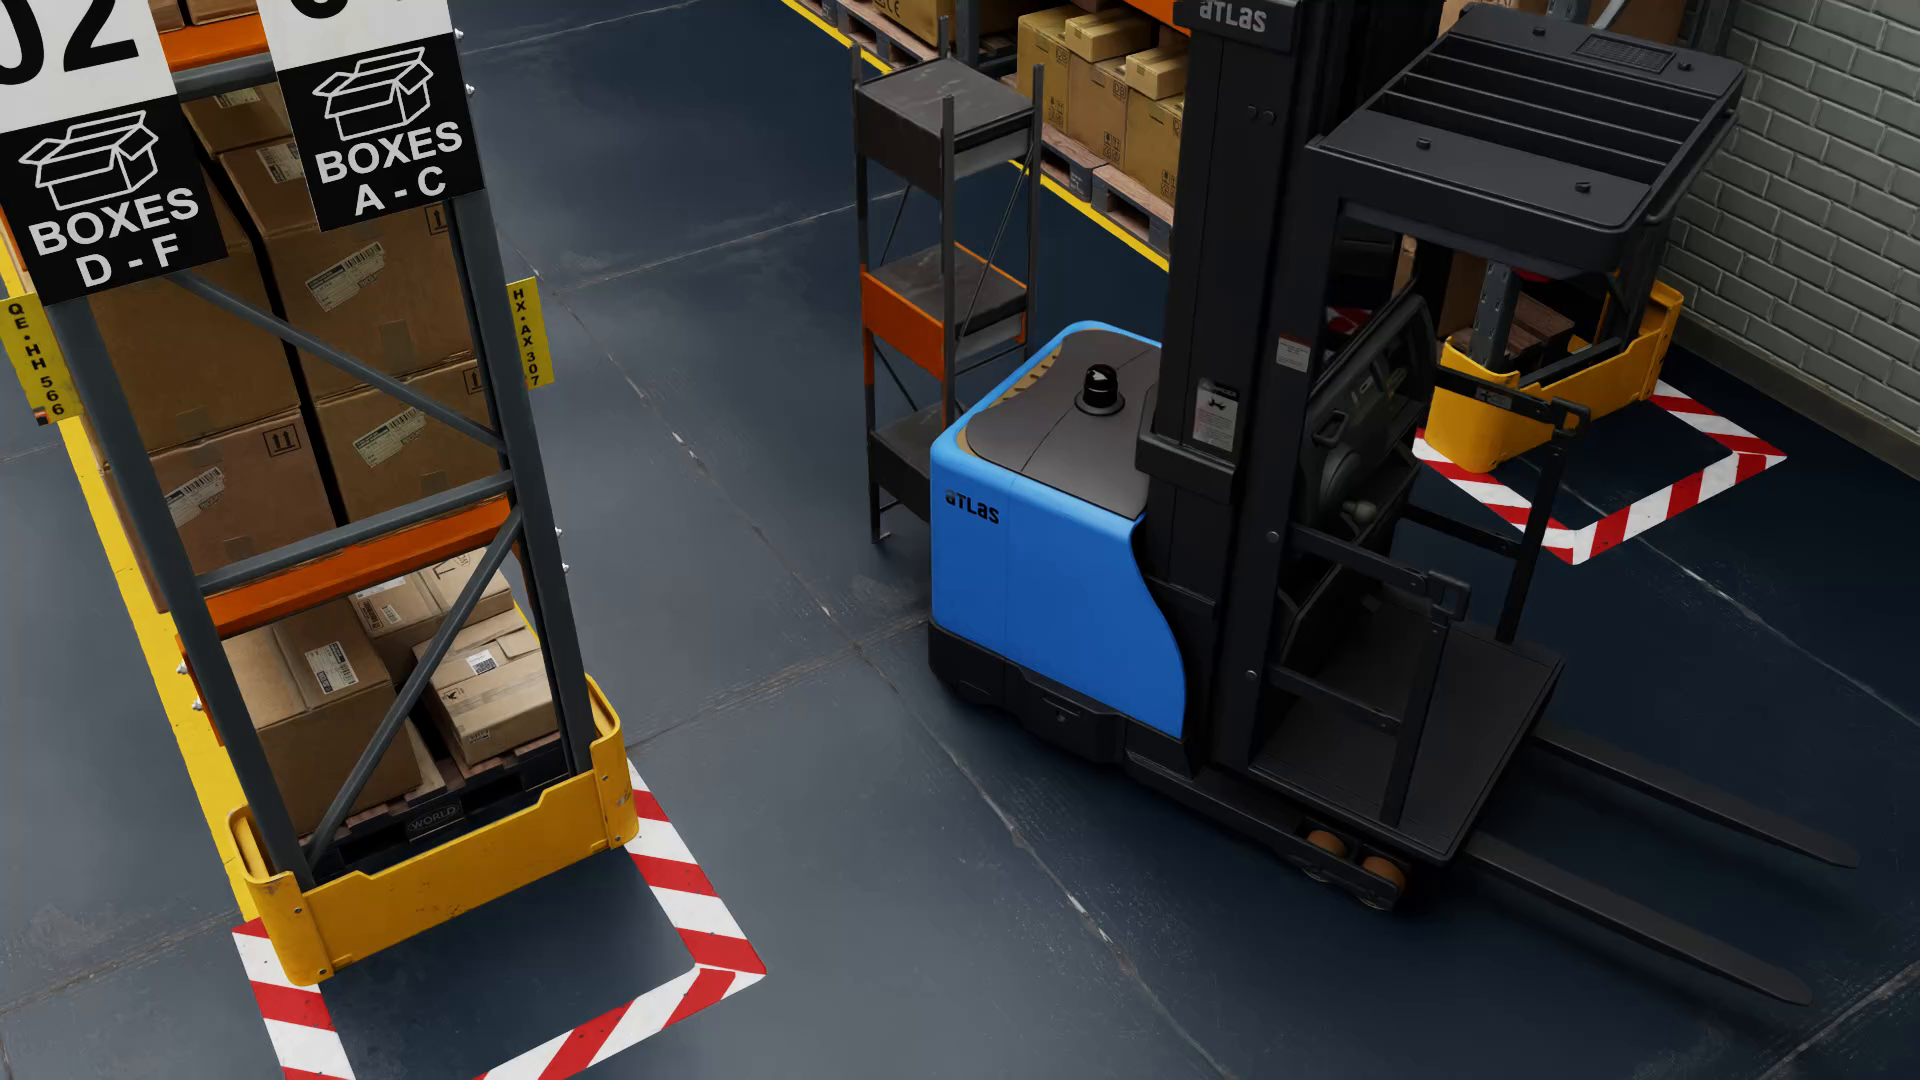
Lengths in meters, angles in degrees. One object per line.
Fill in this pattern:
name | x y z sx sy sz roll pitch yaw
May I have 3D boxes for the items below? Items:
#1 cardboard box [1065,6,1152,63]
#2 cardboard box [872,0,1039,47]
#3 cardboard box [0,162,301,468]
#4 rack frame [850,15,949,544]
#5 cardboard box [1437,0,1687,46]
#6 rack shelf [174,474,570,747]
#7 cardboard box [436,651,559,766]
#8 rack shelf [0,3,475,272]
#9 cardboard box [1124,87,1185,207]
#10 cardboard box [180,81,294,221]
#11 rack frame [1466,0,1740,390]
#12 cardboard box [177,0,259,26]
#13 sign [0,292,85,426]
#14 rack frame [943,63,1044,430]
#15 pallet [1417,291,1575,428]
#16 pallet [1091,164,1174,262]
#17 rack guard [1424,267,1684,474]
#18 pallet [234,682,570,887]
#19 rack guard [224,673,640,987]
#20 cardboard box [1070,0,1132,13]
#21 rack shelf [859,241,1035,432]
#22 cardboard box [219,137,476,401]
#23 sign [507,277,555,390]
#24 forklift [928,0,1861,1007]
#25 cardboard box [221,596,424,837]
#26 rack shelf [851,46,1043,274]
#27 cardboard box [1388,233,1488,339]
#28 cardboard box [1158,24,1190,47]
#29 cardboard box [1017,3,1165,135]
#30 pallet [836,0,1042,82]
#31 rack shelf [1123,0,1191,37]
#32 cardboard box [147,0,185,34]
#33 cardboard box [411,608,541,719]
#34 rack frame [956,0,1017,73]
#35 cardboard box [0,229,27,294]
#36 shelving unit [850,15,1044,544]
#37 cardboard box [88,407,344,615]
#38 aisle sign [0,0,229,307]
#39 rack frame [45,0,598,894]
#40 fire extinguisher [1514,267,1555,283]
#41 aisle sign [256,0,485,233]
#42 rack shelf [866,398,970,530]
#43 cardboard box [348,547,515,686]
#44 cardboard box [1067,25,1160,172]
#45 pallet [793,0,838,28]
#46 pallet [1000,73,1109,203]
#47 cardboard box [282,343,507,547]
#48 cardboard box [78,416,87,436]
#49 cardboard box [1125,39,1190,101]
cardboard box | 0.774 -2.648 8.702 0.380 0.149 0.250 -21 44 -23
cardboard box | -0.032 -3.526 9.989 0.750 0.750 0.750 -22 44 -24
cardboard box | -2.067 -0.586 4.251 0.500 0.500 0.500 -23 45 -25
rack frame | -0.198 -0.874 6.158 0.400 2.100 0.015 -27 47 -29
cardboard box | 2.296 -2.112 6.707 0.980 0.700 0.700 -20 44 -23
rack shelf | -2.672 -0.821 5.954 1.077 0.370 4.000 -22 45 -24
cardboard box | -1.532 0.564 5.613 0.380 0.149 0.250 -22 45 -24
rack shelf | -2.672 -1.973 4.994 1.077 0.370 4.000 -22 45 -24
cardboard box | 1.285 -2.096 8.547 0.700 0.500 0.500 -21 44 -23
cardboard box | -1.900 -1.050 4.808 0.500 0.500 0.500 -22 44 -24
rack frame | 2.578 -1.725 6.477 1.000 3.000 0.127 -22 45 -24
cardboard box | -1.658 -1.477 3.954 0.500 0.250 0.500 -22 45 -24
sign | -2.075 -0.404 3.740 0.100 0.325 0.005 -22 45 -24
rack frame | 0.107 -0.630 5.866 0.400 2.100 0.015 -27 47 -29
pallet | 2.082 -1.058 7.855 1.003 0.211 1.213 -22 45 -24
pallet | 1.431 -1.716 8.645 1.003 0.211 1.213 -22 45 -24
rack guard | 2.591 -0.752 7.262 1.175 0.500 0.348 -22 45 -24
pallet | -2.067 0.583 5.886 1.003 0.211 1.213 -22 45 -24
rack guard | -1.637 0.901 5.278 1.175 0.500 0.348 -22 45 -24
cardboard box | 0.833 -3.042 9.175 0.380 0.149 0.250 -22 45 -25
rack shelf | -0.046 -0.741 6.021 0.431 0.518 0.480 -27 47 -29
cardboard box | -1.613 -0.771 4.473 0.500 0.500 0.500 -21 44 -23
sign | -1.139 -0.537 4.375 0.100 0.325 0.005 -22 45 -24
forklift | 1.388 -0.335 4.863 3.031 2.935 1.130 24 45 26
cardboard box | -2.096 0.565 5.338 0.500 0.500 0.500 -22 45 -24
rack shelf | -0.046 -1.279 5.573 0.431 0.518 0.480 -27 47 -29
cardboard box | 2.118 -1.269 7.555 0.700 0.500 0.500 -22 45 -24
cardboard box | 1.260 -2.616 8.664 0.380 0.149 0.250 -24 45 -26
cardboard box | 0.743 -2.646 9.207 0.700 0.500 0.500 -22 44 -24
pallet | -0.051 -3.203 10.429 1.003 0.211 1.213 -22 45 -24
rack shelf | 1.503 -2.528 8.003 1.077 0.370 4.000 -22 45 -24
cardboard box | -2.095 -1.299 3.740 0.500 0.250 0.500 -22 45 -24
cardboard box | -1.666 0.422 5.770 0.380 0.166 0.250 -22 45 -24
rack frame | 0.428 -3.884 9.068 1.000 3.000 0.127 -22 45 -24
cardboard box | -2.340 -0.858 4.578 0.500 0.500 0.500 -21 44 -23
shelving unit | -0.046 -0.752 6.012 0.431 2.100 0.503 -27 47 -29
cardboard box | -2.067 -0.204 4.574 0.500 0.500 0.500 -21 44 -23
aisle sign | -1.818 -0.874 3.425 0.394 0.787 0.004 -22 45 -24
rack frame | -1.596 -0.018 4.428 1.000 3.000 0.127 -22 45 -24
fire extinguisher | 2.270 -1.312 6.333 0.296 0.674 0.183 -22 45 -24
aisle sign | -1.312 -1.081 3.673 0.394 0.787 0.004 -22 45 -24
rack shelf | -0.046 -0.204 6.469 0.431 0.518 0.480 -27 47 -29
cardboard box | -1.918 0.208 5.961 0.500 0.250 0.500 -22 45 -24
cardboard box | 1.011 -2.374 8.880 0.700 0.500 0.500 -23 45 -25
pallet | -0.711 -3.862 11.220 1.003 0.211 1.213 -22 45 -24
pallet | 0.770 -2.375 9.436 1.003 0.211 1.213 -22 45 -24
cardboard box | -1.613 -0.387 4.793 0.500 0.500 0.500 -21 44 -24
cardboard box | -2.348 -0.483 4.909 0.500 0.500 0.500 -22 45 -24
cardboard box | 1.054 -2.366 8.364 0.380 0.149 0.250 -23 45 -26
